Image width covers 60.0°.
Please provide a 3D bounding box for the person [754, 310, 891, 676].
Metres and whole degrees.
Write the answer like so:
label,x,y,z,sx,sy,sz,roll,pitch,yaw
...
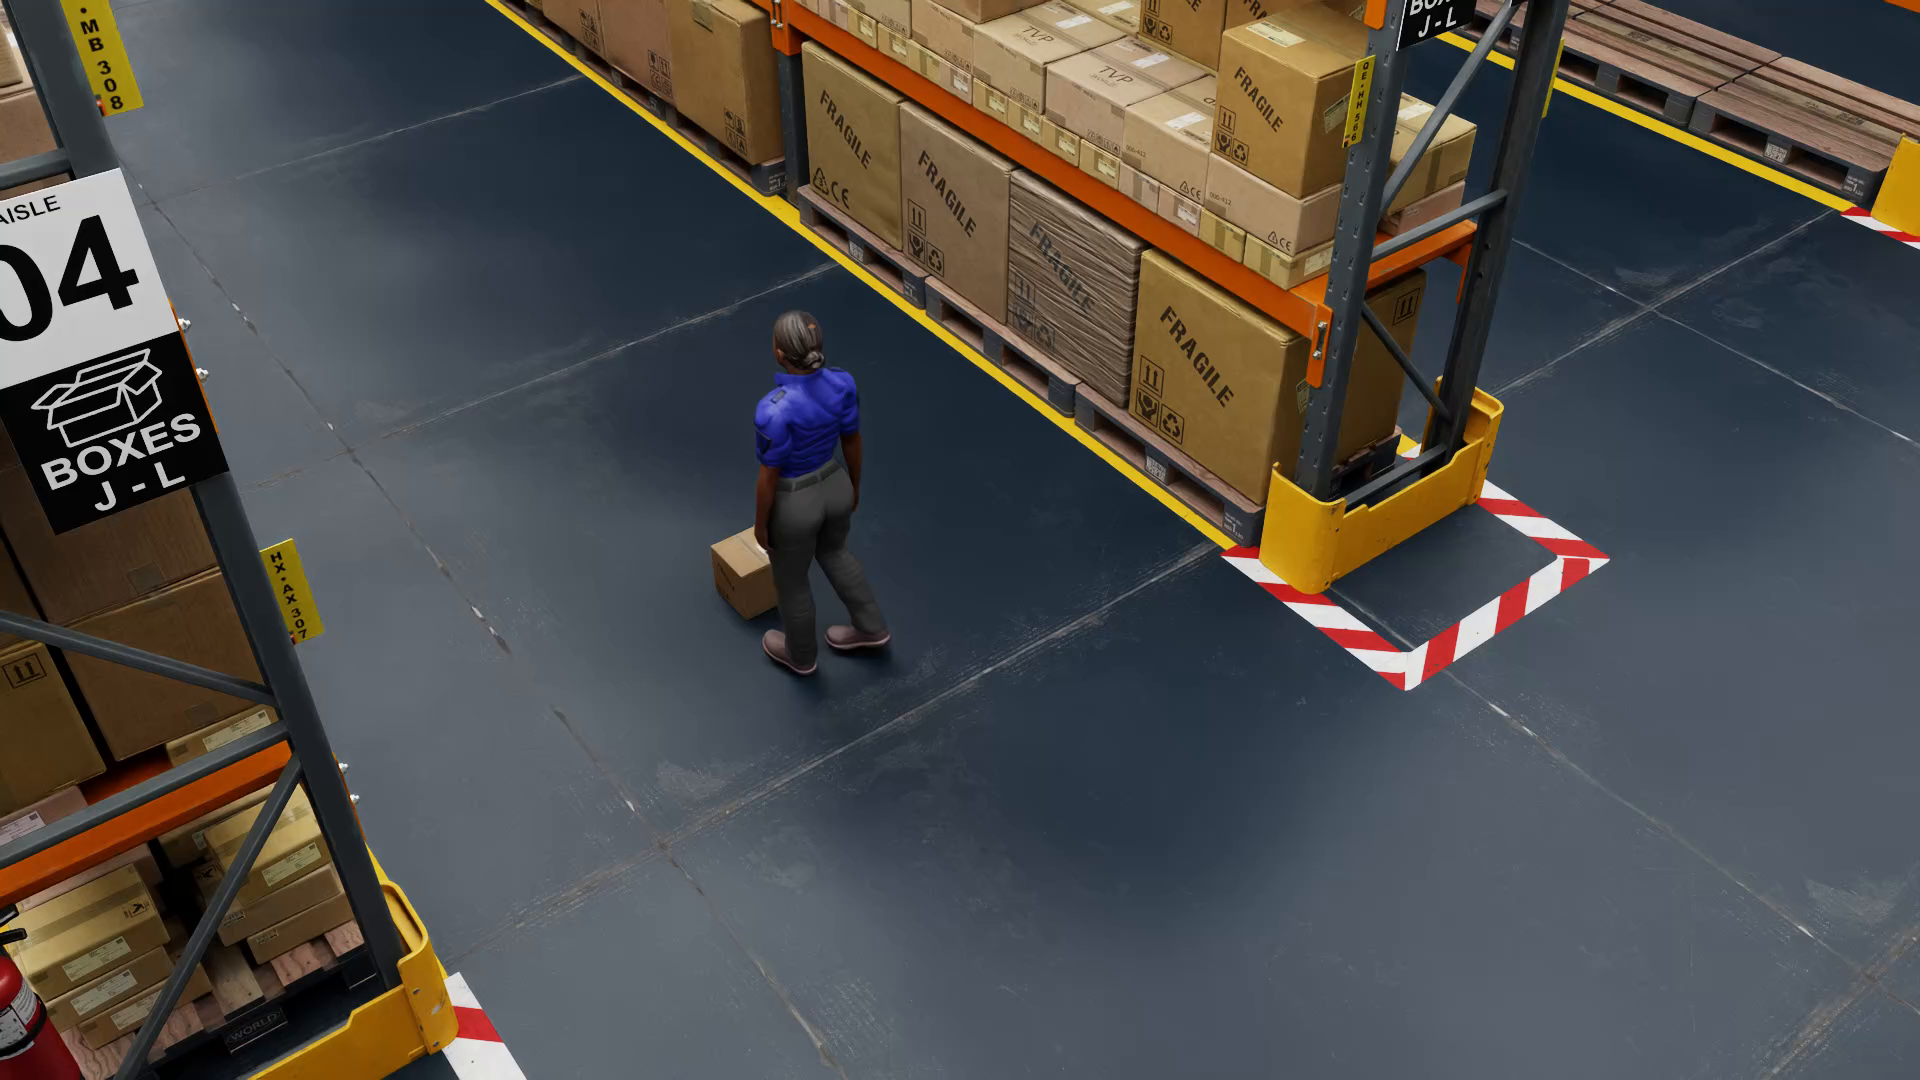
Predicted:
label,x,y,z,sx,sy,sz,roll,pitch,yaw
person,-0.588,-0.156,6.325,0.439,1.655,0.479,33,50,32
